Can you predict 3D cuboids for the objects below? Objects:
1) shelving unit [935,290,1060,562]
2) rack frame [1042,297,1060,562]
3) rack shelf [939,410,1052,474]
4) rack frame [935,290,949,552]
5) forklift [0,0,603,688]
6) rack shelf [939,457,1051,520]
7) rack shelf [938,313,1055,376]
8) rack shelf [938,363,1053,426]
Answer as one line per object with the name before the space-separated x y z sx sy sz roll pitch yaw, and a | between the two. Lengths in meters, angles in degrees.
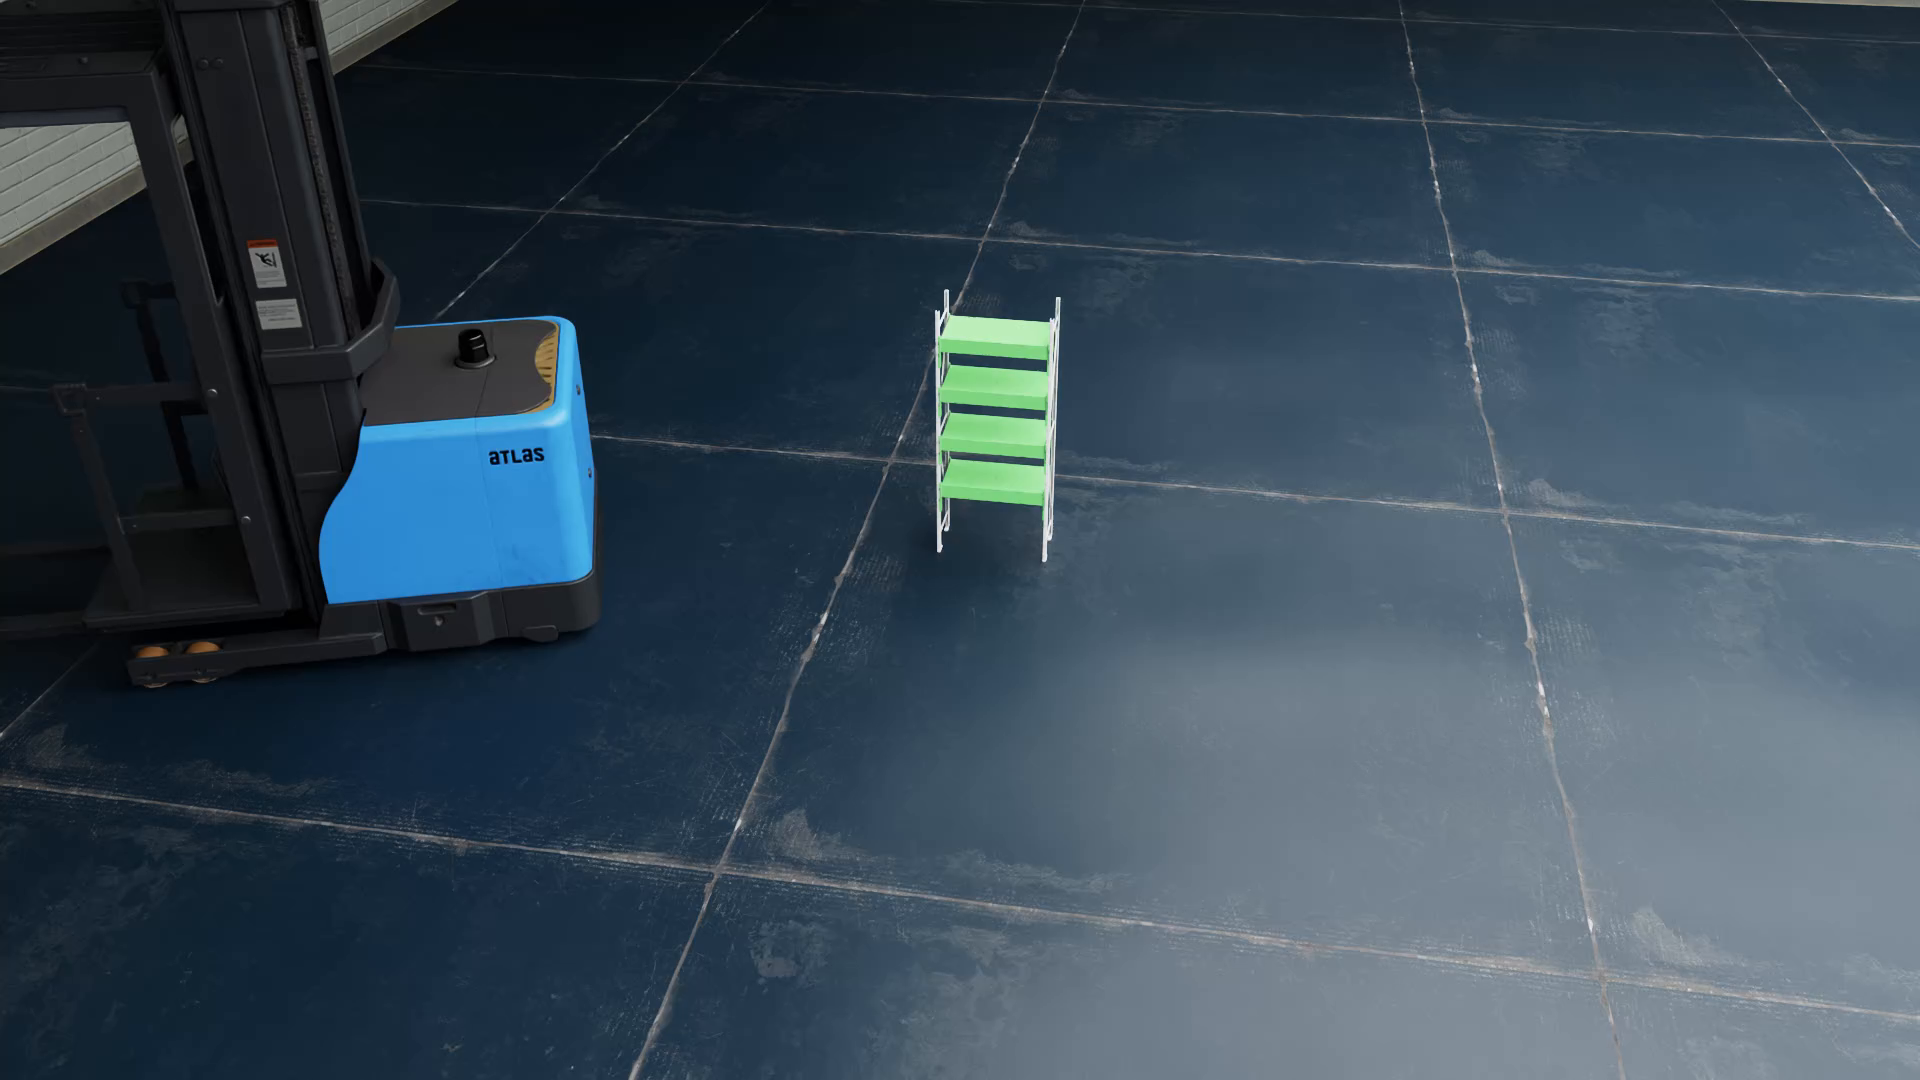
shelving unit | 0.163 -0.494 7.408 0.503 1.200 0.258 5 32 8
rack frame | 0.404 -0.472 7.373 0.015 1.200 0.240 5 32 8
rack shelf | 0.163 -0.440 7.442 0.480 0.148 0.258 5 32 8
rack frame | -0.077 -0.516 7.443 0.015 1.200 0.240 5 32 8
forklift | -3.096 -0.944 6.495 3.031 2.935 1.130 -5 32 -8
rack shelf | 0.163 -0.236 7.569 0.480 0.148 0.258 5 32 8
rack shelf | 0.163 -0.847 7.187 0.480 0.148 0.258 5 32 8
rack shelf | 0.163 -0.643 7.315 0.480 0.148 0.258 5 32 8
